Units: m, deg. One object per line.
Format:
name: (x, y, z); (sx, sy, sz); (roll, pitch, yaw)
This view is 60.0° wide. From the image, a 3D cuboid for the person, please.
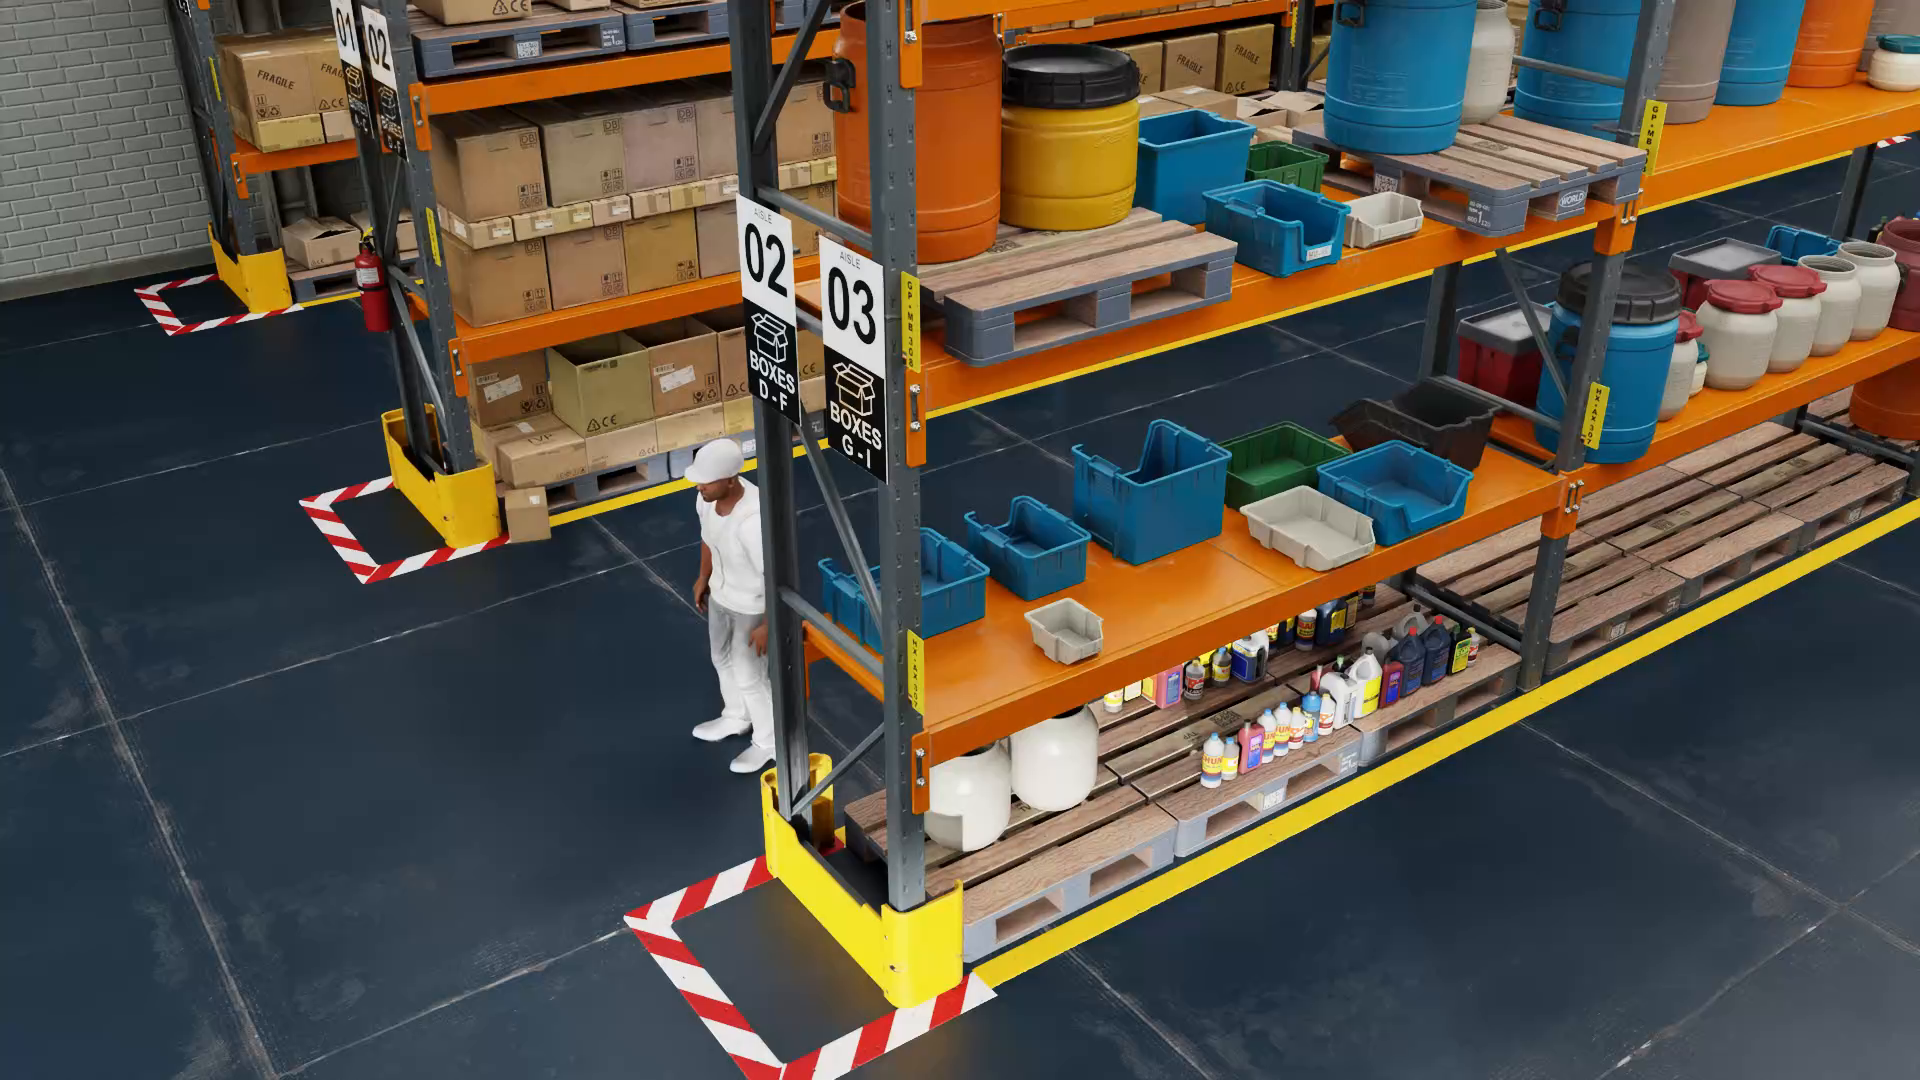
person: (-1.077, 0.296, 8.056); (0.454, 1.761, 0.636); (-21, 35, -33)
